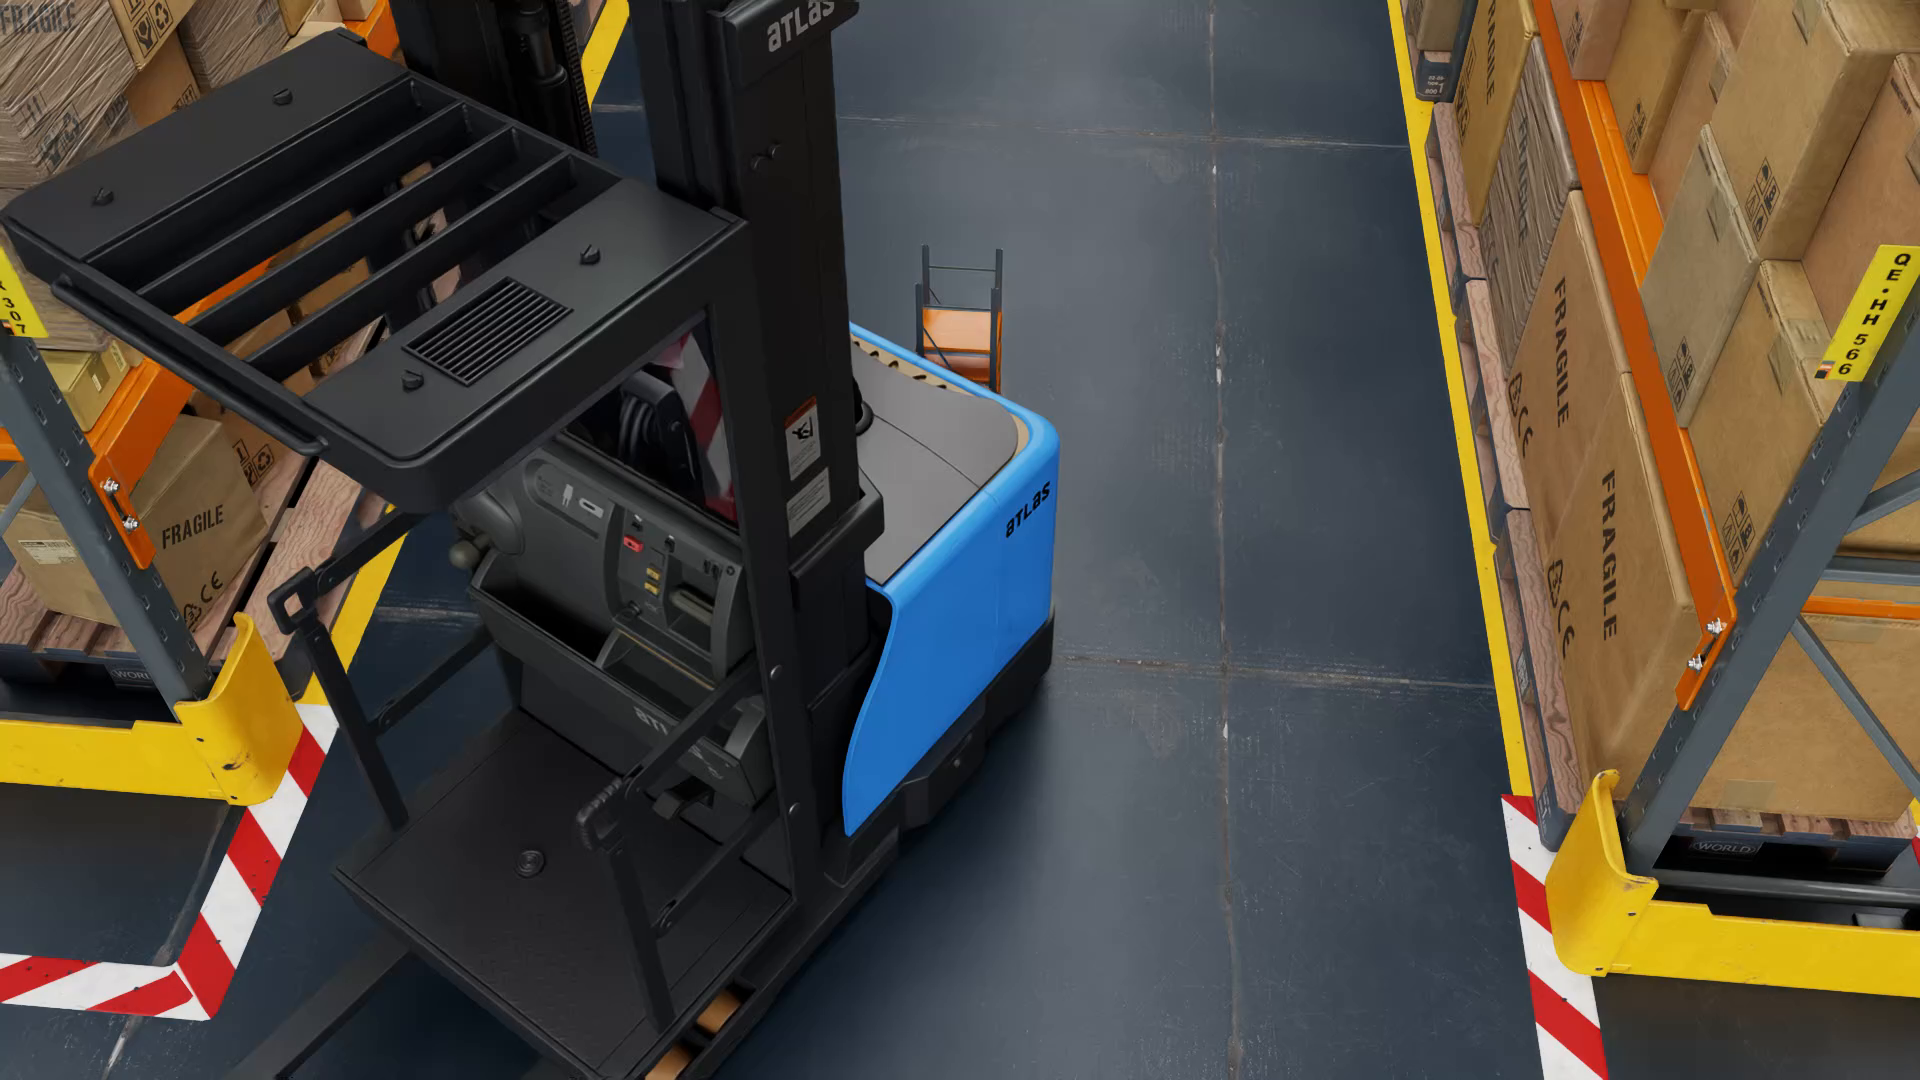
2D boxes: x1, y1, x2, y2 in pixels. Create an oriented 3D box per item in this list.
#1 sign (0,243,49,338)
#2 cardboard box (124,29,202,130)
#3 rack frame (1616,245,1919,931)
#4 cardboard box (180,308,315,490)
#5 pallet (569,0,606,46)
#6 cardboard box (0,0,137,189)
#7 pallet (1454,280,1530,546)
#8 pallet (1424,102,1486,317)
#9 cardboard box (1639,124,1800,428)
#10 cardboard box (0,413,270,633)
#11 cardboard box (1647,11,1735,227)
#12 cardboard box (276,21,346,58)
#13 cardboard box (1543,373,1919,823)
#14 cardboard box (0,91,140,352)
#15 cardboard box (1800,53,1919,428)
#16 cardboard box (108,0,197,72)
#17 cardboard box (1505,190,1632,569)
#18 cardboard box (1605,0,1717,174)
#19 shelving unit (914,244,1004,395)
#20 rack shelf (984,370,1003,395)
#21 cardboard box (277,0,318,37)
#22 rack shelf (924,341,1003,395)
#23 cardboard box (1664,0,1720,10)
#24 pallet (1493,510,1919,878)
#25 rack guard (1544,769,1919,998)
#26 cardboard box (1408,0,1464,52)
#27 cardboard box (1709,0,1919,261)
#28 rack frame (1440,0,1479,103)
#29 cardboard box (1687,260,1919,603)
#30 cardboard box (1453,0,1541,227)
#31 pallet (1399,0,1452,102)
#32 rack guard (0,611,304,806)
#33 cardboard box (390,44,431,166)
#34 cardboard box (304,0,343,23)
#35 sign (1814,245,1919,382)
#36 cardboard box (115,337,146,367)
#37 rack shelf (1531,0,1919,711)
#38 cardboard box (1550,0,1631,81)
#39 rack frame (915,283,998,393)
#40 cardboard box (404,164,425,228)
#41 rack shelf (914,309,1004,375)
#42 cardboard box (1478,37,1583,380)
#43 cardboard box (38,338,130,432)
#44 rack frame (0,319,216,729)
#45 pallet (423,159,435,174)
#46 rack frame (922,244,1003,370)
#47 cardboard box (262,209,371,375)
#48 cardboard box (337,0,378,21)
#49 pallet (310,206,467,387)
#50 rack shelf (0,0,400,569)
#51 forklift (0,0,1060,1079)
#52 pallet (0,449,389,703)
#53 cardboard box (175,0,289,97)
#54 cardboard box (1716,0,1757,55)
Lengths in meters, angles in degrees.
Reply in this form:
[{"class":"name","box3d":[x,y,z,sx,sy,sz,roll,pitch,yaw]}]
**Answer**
[{"class":"sign","box3d":[-2.115,-0.573,3.654,0.100,0.325,0.005,4,48,4]},{"class":"cardboard box","box3d":[-2.652,-1.229,4.572,0.875,0.500,0.500,4,48,4]},{"class":"rack frame","box3d":[2.274,0.091,3.634,1.000,3.000,0.127,4,48,4]},{"class":"cardboard box","box3d":[-2.562,-0.514,5.597,0.500,0.500,0.500,15,49,14]},{"class":"pallet","box3d":[-2.222,-2.887,8.248,1.003,0.211,1.213,4,48,4]},{"class":"cardboard box","box3d":[-2.334,-1.174,3.844,0.500,0.500,0.500,4,48,4]},{"class":"pallet","box3d":[2.383,-0.455,6.023,1.003,0.211,1.213,4,48,4]},{"class":"pallet","box3d":[2.492,-1.354,6.845,1.003,0.211,1.213,4,48,4]},{"class":"cardboard box","box3d":[2.291,-0.641,4.202,0.875,0.550,0.550,4,48,4]},{"class":"cardboard box","box3d":[-2.582,-0.073,5.193,0.500,0.500,0.500,12,49,11]},{"class":"cardboard box","box3d":[2.468,-1.044,4.570,0.875,0.550,0.550,4,48,4]},{"class":"cardboard box","box3d":[-2.159,-1.521,5.279,0.380,0.149,0.250,4,48,4]},{"class":"cardboard box","box3d":[2.270,0.164,4.723,0.875,0.875,0.875,4,48,4]},{"class":"cardboard box","box3d":[-2.578,-0.853,4.228,0.875,0.500,0.500,4,48,4]},{"class":"cardboard box","box3d":[2.347,-0.594,3.427,0.875,0.550,0.550,4,48,4]},{"class":"cardboard box","box3d":[-2.282,-1.541,4.180,0.500,0.500,0.500,4,48,4]},{"class":"cardboard box","box3d":[2.348,-0.483,5.314,0.875,0.875,0.875,3,48,3]},{"class":"cardboard box","box3d":[2.475,-1.436,4.929,0.875,0.550,0.500,4,48,4]},{"class":"shelving unit","box3d":[-0.001,-0.394,5.298,0.258,1.200,0.189,4,48,4]},{"class":"rack shelf","box3d":[-0.001,-0.445,5.242,0.258,0.103,0.180,4,48,4]},{"class":"cardboard box","box3d":[-2.506,-1.960,5.240,0.875,0.500,0.500,4,48,4]},{"class":"rack shelf","box3d":[-0.001,-0.526,5.153,0.258,0.103,0.180,4,48,4]},{"class":"cardboard box","box3d":[2.410,-1.805,4.535,0.875,0.550,0.500,4,48,4]},{"class":"pallet","box3d":[2.269,0.439,5.205,1.003,0.211,1.213,4,48,4]},{"class":"rack guard","box3d":[2.272,0.952,4.540,1.175,0.500,0.348,4,48,4]},{"class":"cardboard box","box3d":[2.606,-2.693,7.420,1.050,0.750,0.750,4,48,3]},{"class":"cardboard box","box3d":[2.305,-1.005,3.803,0.875,0.550,0.550,4,48,4]},{"class":"rack frame","box3d":[2.639,-2.848,6.322,1.000,3.000,0.127,4,48,4]},{"class":"cardboard box","box3d":[2.263,-0.235,3.831,0.875,0.550,0.550,4,48,4]},{"class":"cardboard box","box3d":[2.512,-1.816,6.533,0.875,0.875,0.875,5,48,4]},{"class":"pallet","box3d":[2.634,-2.479,7.875,1.003,0.211,1.213,4,48,4]},{"class":"rack guard","box3d":[-2.649,0.471,4.980,1.175,0.500,0.348,4,48,4]},{"class":"cardboard box","box3d":[-2.412,-1.842,6.811,0.500,0.500,0.500,18,50,16]},{"class":"cardboard box","box3d":[-2.268,-1.714,5.455,0.380,0.149,0.250,4,48,4]},{"class":"sign","box3d":[1.735,-0.426,3.162,0.100,0.325,0.005,4,48,4]},{"class":"cardboard box","box3d":[-2.350,-0.608,4.443,0.380,0.149,0.250,4,48,4]},{"class":"rack shelf","box3d":[2.457,-1.136,5.244,1.077,0.370,4.000,4,48,4]},{"class":"cardboard box","box3d":[2.423,-1.832,5.292,0.875,0.550,0.550,4,48,4]},{"class":"rack frame","box3d":[-0.010,-0.327,5.236,0.240,1.200,0.006,4,48,4]},{"class":"cardboard box","box3d":[-2.391,-1.380,6.389,0.500,0.500,0.500,0,48,0]},{"class":"rack shelf","box3d":[-0.001,-0.607,5.065,0.258,0.103,0.180,4,48,4]},{"class":"cardboard box","box3d":[2.434,-1.153,5.927,0.875,0.875,0.875,4,48,4]},{"class":"cardboard box","box3d":[-2.392,-0.425,4.277,0.380,0.149,0.250,4,48,4]},{"class":"rack frame","box3d":[-2.656,-0.317,4.007,1.000,3.000,0.127,4,48,4]},{"class":"pallet","box3d":[-2.317,-1.819,7.271,1.003,0.211,1.213,4,48,4]},{"class":"rack frame","box3d":[0.007,-0.462,5.359,0.240,1.200,0.006,4,48,4]},{"class":"cardboard box","box3d":[-2.486,-0.973,6.017,0.500,0.500,0.500,8,48,7]},{"class":"cardboard box","box3d":[-2.169,-1.892,5.618,0.380,0.149,0.250,4,48,4]},{"class":"pallet","box3d":[-2.426,-0.920,6.449,1.003,0.211,1.213,4,48,4]},{"class":"rack shelf","box3d":[-2.474,-1.544,5.617,1.077,0.370,4.000,4,48,4]},{"class":"forklift","box3d":[-0.985,0.086,3.685,1.130,2.935,3.031,28,54,24]},{"class":"pallet","box3d":[-2.540,-0.026,5.631,1.003,0.211,1.213,4,48,4]},{"class":"cardboard box","box3d":[-2.564,-1.593,4.905,0.875,0.500,0.500,4,48,4]},{"class":"cardboard box","box3d":[2.491,-1.407,4.171,0.875,0.550,0.550,4,48,4]}]
